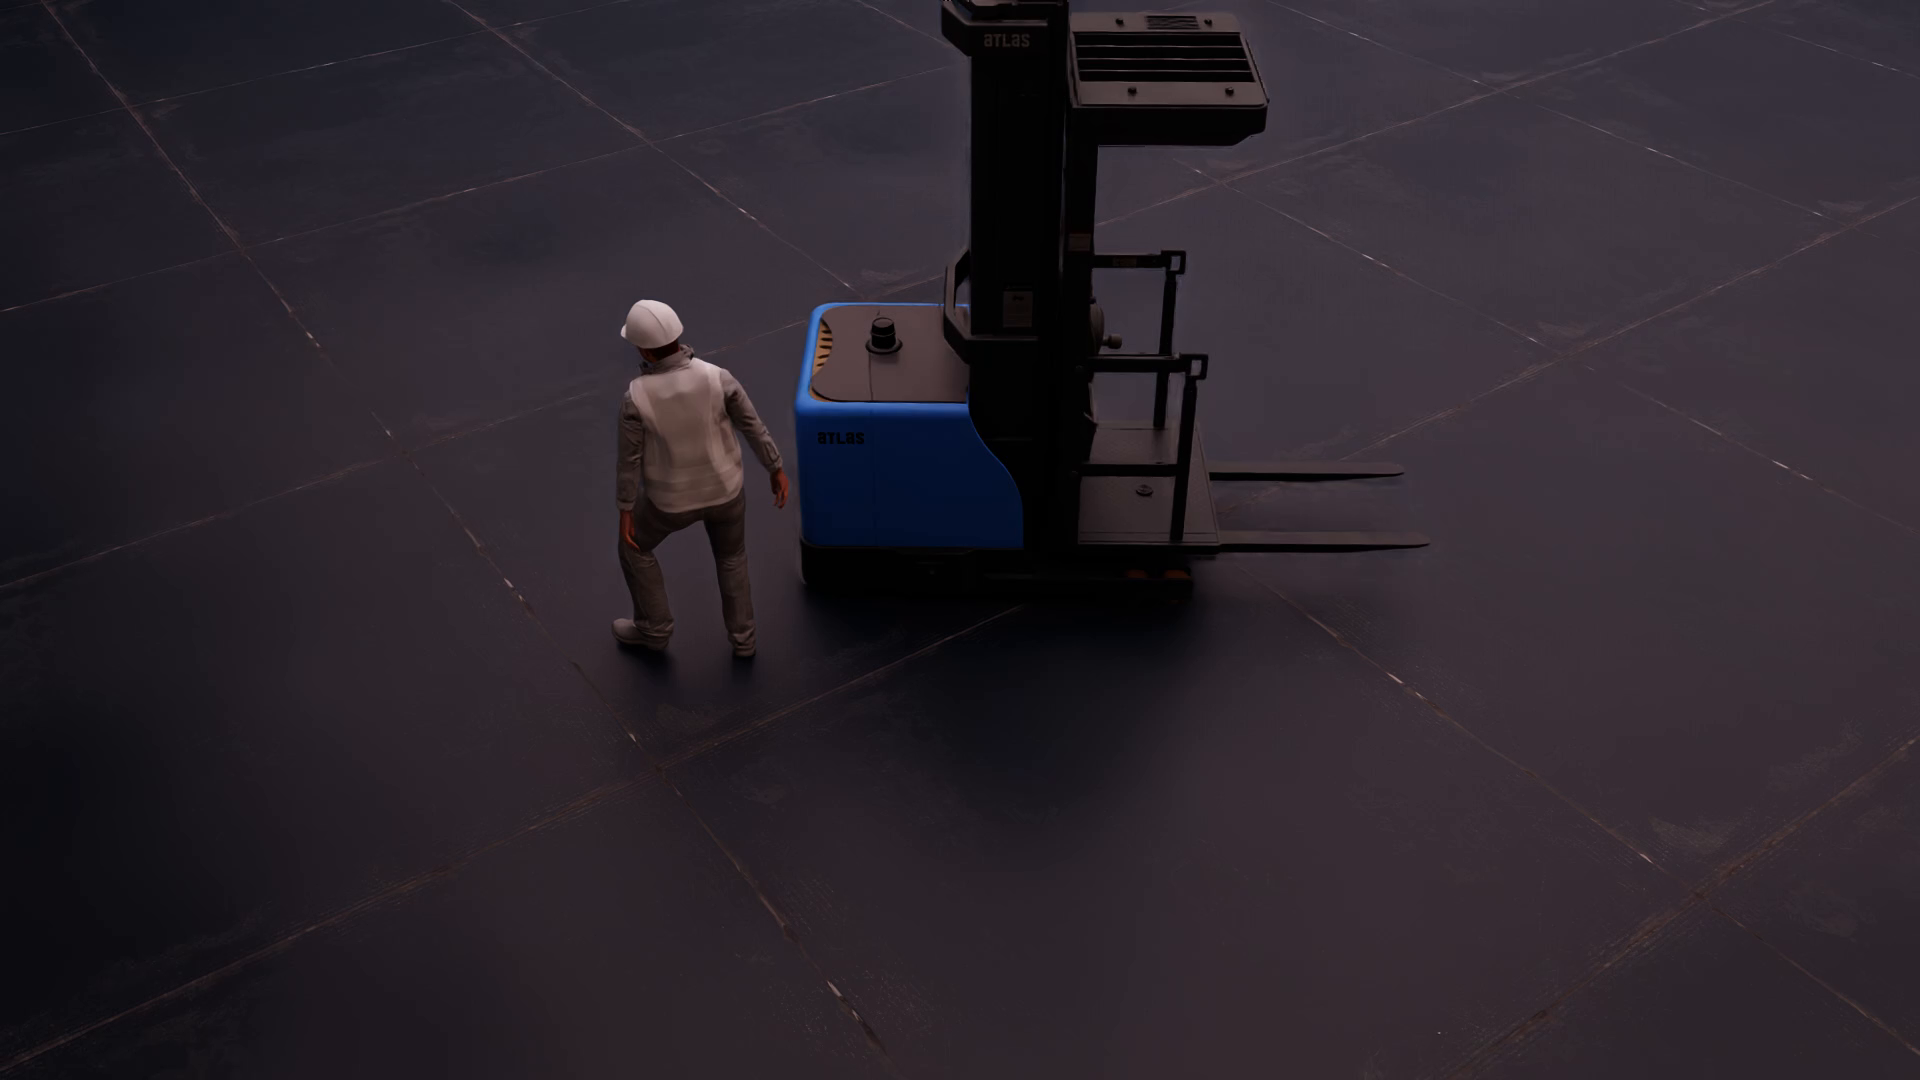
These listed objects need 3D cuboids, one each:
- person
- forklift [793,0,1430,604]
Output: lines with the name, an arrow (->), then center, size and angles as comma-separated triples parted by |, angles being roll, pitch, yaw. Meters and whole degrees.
person -> -1.191, -0.243, 7.303 | 0.850, 1.743, 0.486 | -11, 38, -14
forklift -> 0.757, -1.191, 7.555 | 3.031, 2.935, 1.130 | 0, 36, 1
